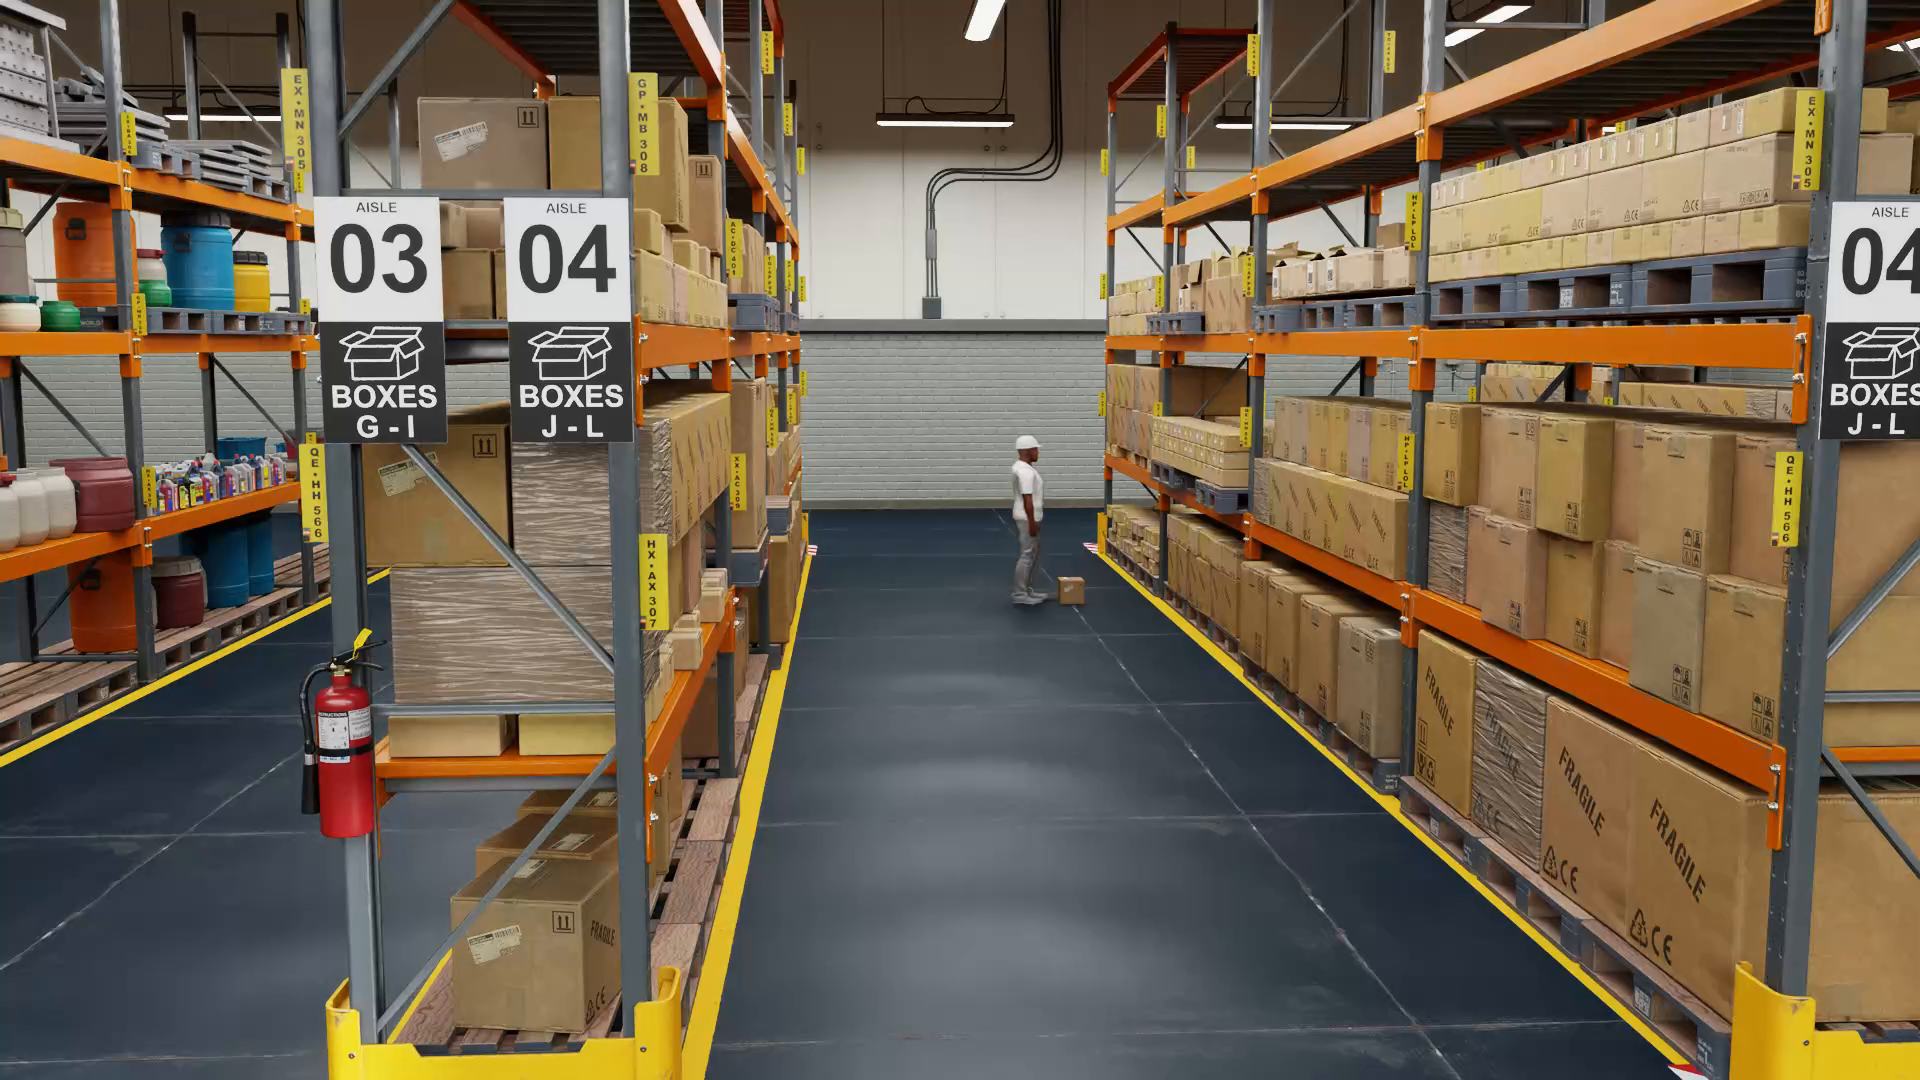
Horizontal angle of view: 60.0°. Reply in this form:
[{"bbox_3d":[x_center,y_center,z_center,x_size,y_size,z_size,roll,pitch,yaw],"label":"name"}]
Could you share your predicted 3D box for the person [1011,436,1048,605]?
[{"bbox_3d":[0.736,-0.212,17.450,0.411,1.764,0.565,0,7,-2],"label":"person"}]
